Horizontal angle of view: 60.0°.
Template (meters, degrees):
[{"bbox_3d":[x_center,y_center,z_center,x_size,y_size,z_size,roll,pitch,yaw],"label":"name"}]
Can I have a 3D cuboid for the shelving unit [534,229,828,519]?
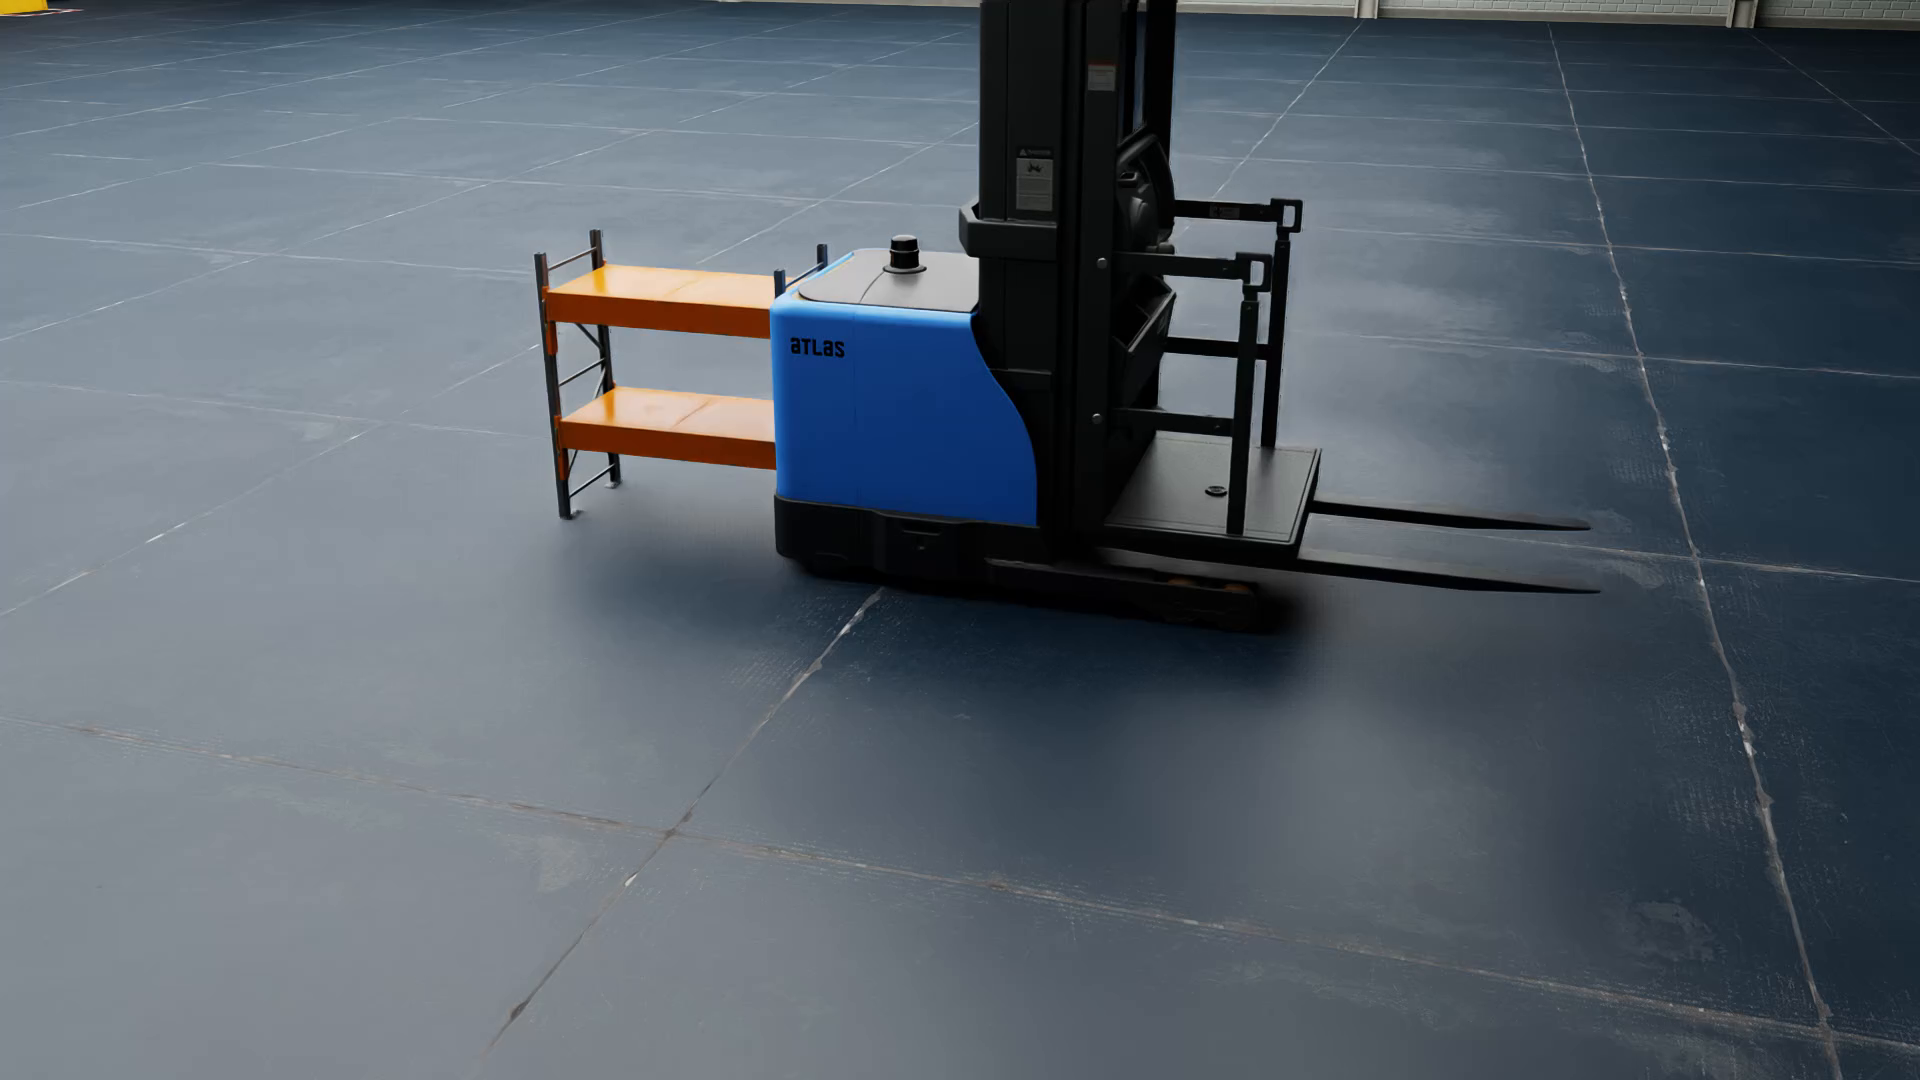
[{"bbox_3d":[-1.109,-0.644,6.859,1.048,1.125,0.538,6,23,15],"label":"shelving unit"}]

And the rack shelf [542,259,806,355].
[{"bbox_3d":[-1.109,-0.915,6.748,1.000,0.278,0.538,6,23,15],"label":"rack shelf"}]

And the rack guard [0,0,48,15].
[{"bbox_3d":[-17.007,-9.754,29.890,0.348,0.500,1.175,7,23,16],"label":"rack guard"}]

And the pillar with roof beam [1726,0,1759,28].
[{"bbox_3d":[11.567,-11.032,21.808,0.400,9.000,9.100,7,23,16],"label":"pillar with roof beam"}]

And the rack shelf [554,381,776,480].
[{"bbox_3d":[-1.109,-0.418,6.952,1.000,0.278,0.538,6,23,15],"label":"rack shelf"}]

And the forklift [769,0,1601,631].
[{"bbox_3d":[0.857,-1.256,5.969,3.031,2.935,1.130,6,23,15],"label":"forklift"}]

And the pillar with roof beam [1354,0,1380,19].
[{"bbox_3d":[5.823,-11.690,23.412,0.400,9.000,9.100,7,23,16],"label":"pillar with roof beam"}]

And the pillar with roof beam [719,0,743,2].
[{"bbox_3d":[-5.665,-13.006,26.619,0.400,9.000,9.100,7,23,16],"label":"pillar with roof beam"}]

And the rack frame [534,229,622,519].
[{"bbox_3d":[-1.597,-0.699,6.992,0.032,1.125,0.500,6,23,15],"label":"rack frame"}]

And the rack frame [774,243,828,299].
[{"bbox_3d":[-0.622,-0.590,6.726,0.032,1.125,0.500,6,23,15],"label":"rack frame"}]
